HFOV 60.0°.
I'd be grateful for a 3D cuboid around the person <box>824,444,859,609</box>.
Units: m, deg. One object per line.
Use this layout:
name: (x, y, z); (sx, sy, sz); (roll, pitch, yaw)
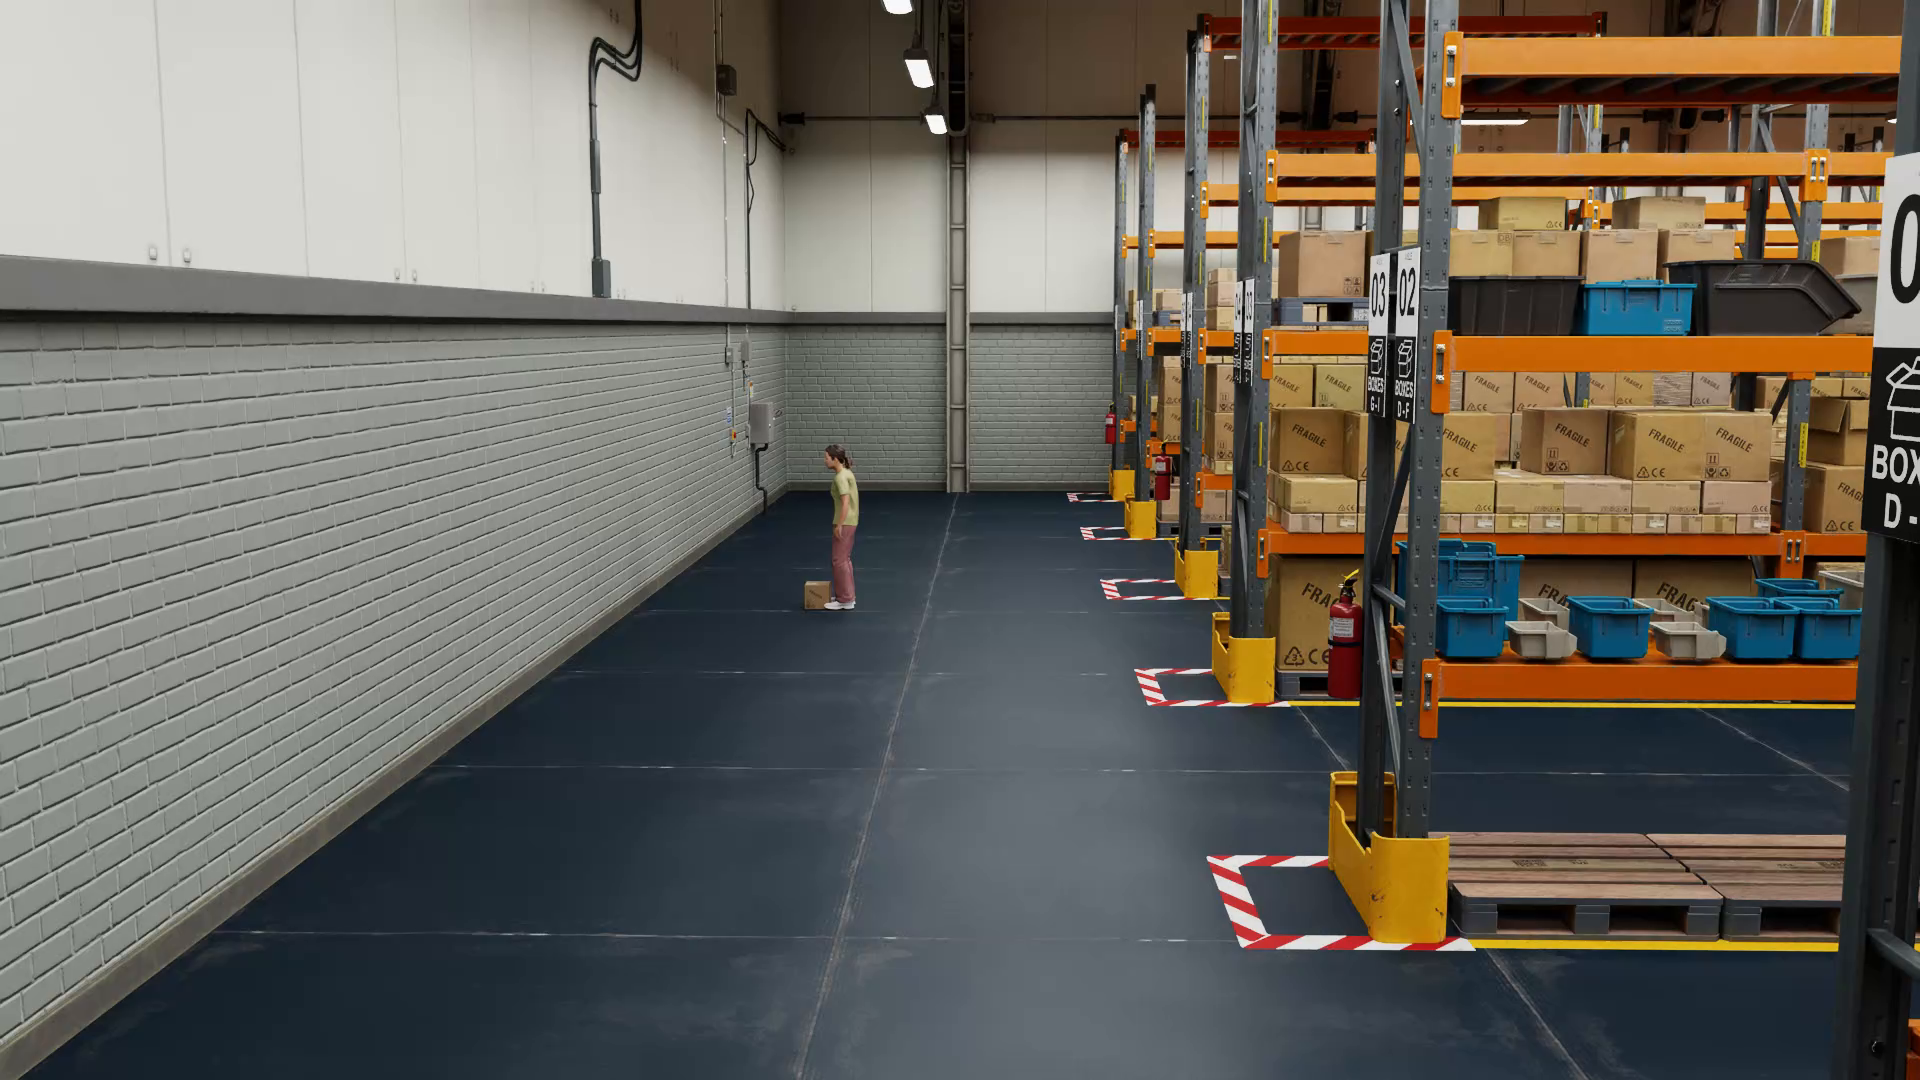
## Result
person: (-1.204, -0.142, 16.888); (0.354, 1.673, 0.499); (0, 7, 1)
